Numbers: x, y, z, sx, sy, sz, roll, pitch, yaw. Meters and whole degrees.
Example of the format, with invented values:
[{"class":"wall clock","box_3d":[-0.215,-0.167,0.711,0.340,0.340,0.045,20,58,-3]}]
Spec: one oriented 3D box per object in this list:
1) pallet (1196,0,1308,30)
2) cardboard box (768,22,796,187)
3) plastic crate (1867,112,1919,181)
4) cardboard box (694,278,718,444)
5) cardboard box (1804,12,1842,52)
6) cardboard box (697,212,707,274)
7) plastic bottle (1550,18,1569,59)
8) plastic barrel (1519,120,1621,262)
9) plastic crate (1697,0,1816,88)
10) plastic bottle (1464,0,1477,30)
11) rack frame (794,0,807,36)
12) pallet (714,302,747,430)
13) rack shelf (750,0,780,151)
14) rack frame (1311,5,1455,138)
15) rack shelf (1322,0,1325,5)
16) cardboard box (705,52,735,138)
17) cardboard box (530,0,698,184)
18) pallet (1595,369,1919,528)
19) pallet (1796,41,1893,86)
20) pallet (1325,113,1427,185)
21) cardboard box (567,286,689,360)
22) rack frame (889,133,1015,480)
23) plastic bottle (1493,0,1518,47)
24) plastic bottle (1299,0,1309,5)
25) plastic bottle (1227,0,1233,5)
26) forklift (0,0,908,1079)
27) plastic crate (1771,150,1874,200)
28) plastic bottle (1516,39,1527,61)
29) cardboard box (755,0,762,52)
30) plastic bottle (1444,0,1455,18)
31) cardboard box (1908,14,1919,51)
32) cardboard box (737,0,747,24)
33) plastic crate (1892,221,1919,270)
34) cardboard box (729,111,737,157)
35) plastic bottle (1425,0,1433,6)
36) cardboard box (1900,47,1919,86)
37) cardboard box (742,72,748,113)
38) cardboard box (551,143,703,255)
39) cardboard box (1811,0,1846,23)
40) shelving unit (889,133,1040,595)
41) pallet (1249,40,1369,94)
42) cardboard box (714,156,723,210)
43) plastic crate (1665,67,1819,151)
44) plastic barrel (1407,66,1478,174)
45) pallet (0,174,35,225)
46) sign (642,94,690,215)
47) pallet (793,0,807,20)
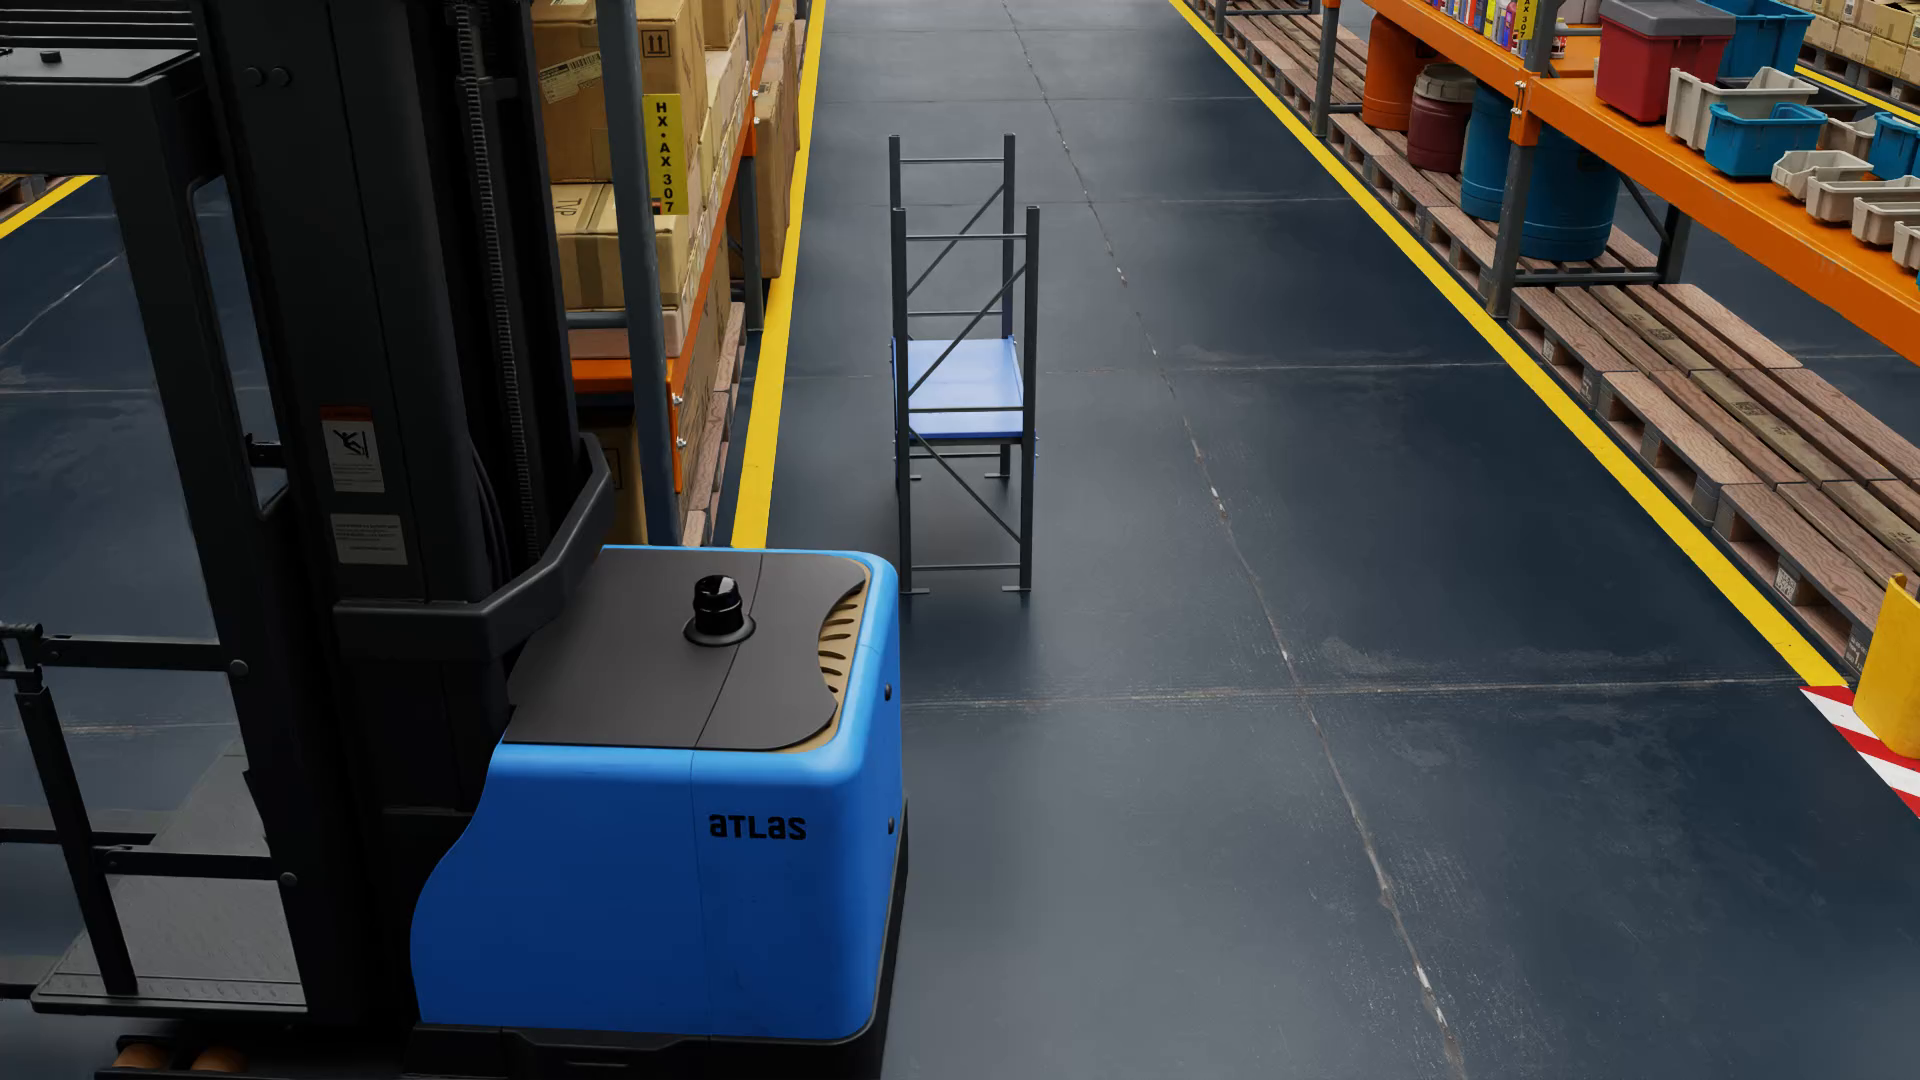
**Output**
[{"class":"pallet","box_3d":[2.983,-5.338,16.756,1.003,0.211,1.213,-1,28,-3]},{"class":"cardboard box","box_3d":[-1.706,-2.809,10.737,1.225,0.875,0.875,-1,28,-2]},{"class":"plastic crate","box_3d":[3.835,-1.542,6.580,0.416,0.233,0.300,-1,28,-3]},{"class":"cardboard box","box_3d":[-1.550,-0.971,7.211,0.875,0.875,0.875,-1,28,-3]},{"class":"cardboard box","box_3d":[7.778,-4.446,14.549,0.500,0.250,0.500,-1,28,-2]},{"class":"cardboard box","box_3d":[-1.075,-1.020,5.733,0.380,0.149,0.250,-2,28,-3]},{"class":"plastic bottle","box_3d":[3.175,-2.666,8.834,0.097,0.201,0.097,0,28,0]},{"class":"plastic barrel","box_3d":[3.383,-2.076,9.302,0.600,0.901,0.708,-1,28,-3]},{"class":"plastic crate","box_3d":[3.760,-2.381,8.024,0.392,0.384,0.575,-1,28,-3]},{"class":"plastic bottle","box_3d":[3.006,-3.090,9.564,0.152,0.276,0.135,-1,28,-3]},{"class":"rack frame","box_3d":[-1.969,-6.144,15.286,1.000,3.000,0.127,-1,28,-3]},{"class":"pallet","box_3d":[-1.590,-0.860,8.170,1.003,0.211,1.213,-1,28,-3]},{"class":"rack shelf","box_3d":[-1.656,-3.054,10.139,1.077,0.370,4.000,-1,28,-3]},{"class":"rack frame","box_3d":[3.186,-4.416,11.973,1.000,3.000,0.127,-1,28,-3]},{"class":"rack shelf","box_3d":[3.081,-5.021,13.910,1.077,0.370,4.000,-1,28,-3]},{"class":"cardboard box","box_3d":[-1.210,-1.842,6.879,0.500,0.250,0.500,-1,28,-2]},{"class":"cardboard box","box_3d":[-1.124,-1.459,5.333,0.500,0.500,0.500,-2,28,-4]},{"class":"pallet","box_3d":[3.538,-0.429,7.344,1.003,0.211,1.213,-1,28,-3]},{"class":"pallet","box_3d":[8.068,-4.241,14.652,1.003,0.211,1.213,-1,28,-3]},{"class":"pallet","box_3d":[3.268,-2.817,11.922,1.003,0.211,1.213,-1,28,-3]},{"class":"cardboard box","box_3d":[-1.032,-0.662,5.048,0.380,0.149,0.250,-1,28,-2]},{"class":"rack frame","box_3d":[-0.031,-0.939,6.929,0.500,1.500,0.032,-1,28,-3]},{"class":"plastic bottle","box_3d":[3.032,-2.857,9.118,0.152,0.276,0.135,-1,28,-3]},{"class":"plastic bottle","box_3d":[3.398,-5.406,16.347,0.097,0.271,0.097,0,28,0]},{"class":"plastic bottle","box_3d":[2.647,-5.378,16.367,0.097,0.201,0.097,0,28,0]},{"class":"forklift","box_3d":[-1.686,-0.138,3.844,3.031,2.935,1.130,2,28,3]},{"class":"plastic crate","box_3d":[3.306,-1.402,6.415,0.298,0.136,0.250,-1,28,-3]},{"class":"plastic bottle","box_3d":[3.051,-2.688,8.794,0.152,0.276,0.135,-1,28,-3]},{"class":"cardboard box","box_3d":[-1.353,-2.944,9.043,0.500,0.500,0.500,-1,28,-3]},{"class":"plastic bottle","box_3d":[2.987,-3.259,9.889,0.152,0.276,0.135,-1,28,-3]},{"class":"cardboard box","box_3d":[7.859,-3.986,13.061,0.500,0.311,0.500,-1,28,-1]},{"class":"cardboard box","box_3d":[-1.261,-2.641,7.600,0.500,0.500,0.500,-1,28,-1]},{"class":"plastic crate","box_3d":[3.380,-1.003,5.650,0.396,0.136,0.243,-1,28,-3]},{"class":"cardboard box","box_3d":[-1.154,-1.730,7.094,0.380,0.149,0.250,-1,28,-2]},{"class":"plastic bottle","box_3d":[2.962,-3.472,10.217,0.144,0.351,0.185,-1,28,-3]},{"class":"cardboard box","box_3d":[7.861,-3.738,13.193,0.500,0.250,0.500,-1,28,-1]},{"class":"cardboard box","box_3d":[-1.195,-2.086,7.777,0.380,0.149,0.250,-1,28,-2]},{"class":"cardboard box","box_3d":[-1.132,-1.135,5.524,0.500,0.250,0.500,-2,28,-3]},{"class":"cardboard box","box_3d":[7.778,-4.690,14.411,0.500,0.311,0.500,-1,28,-1]},{"class":"shelving unit","box_3d":[-0.004,-0.704,6.479,0.538,1.500,1.048,-1,28,-3]},{"class":"pallet","box_3d":[3.123,-4.100,14.383,1.003,0.211,1.213,-1,28,-3]},{"class":"cardboard box","box_3d":[-1.113,-1.373,6.410,0.380,0.149,0.250,-2,28,-4]},{"class":"plastic crate","box_3d":[3.290,-1.833,7.084,0.437,0.282,0.530,-1,28,-3]},{"class":"plastic barrel","box_3d":[3.287,-2.786,11.001,0.600,0.588,0.708,-1,28,-3]},{"class":"pallet","box_3d":[-6.619,-2.064,10.479,1.003,0.211,1.213,-1,28,-3]},{"class":"sign","box_3d":[-0.788,-1.031,4.462,0.100,0.325,0.005,-1,28,-3]},{"class":"pallet","box_3d":[-2.040,-5.217,16.524,1.003,0.211,1.213,-1,28,-3]}]
